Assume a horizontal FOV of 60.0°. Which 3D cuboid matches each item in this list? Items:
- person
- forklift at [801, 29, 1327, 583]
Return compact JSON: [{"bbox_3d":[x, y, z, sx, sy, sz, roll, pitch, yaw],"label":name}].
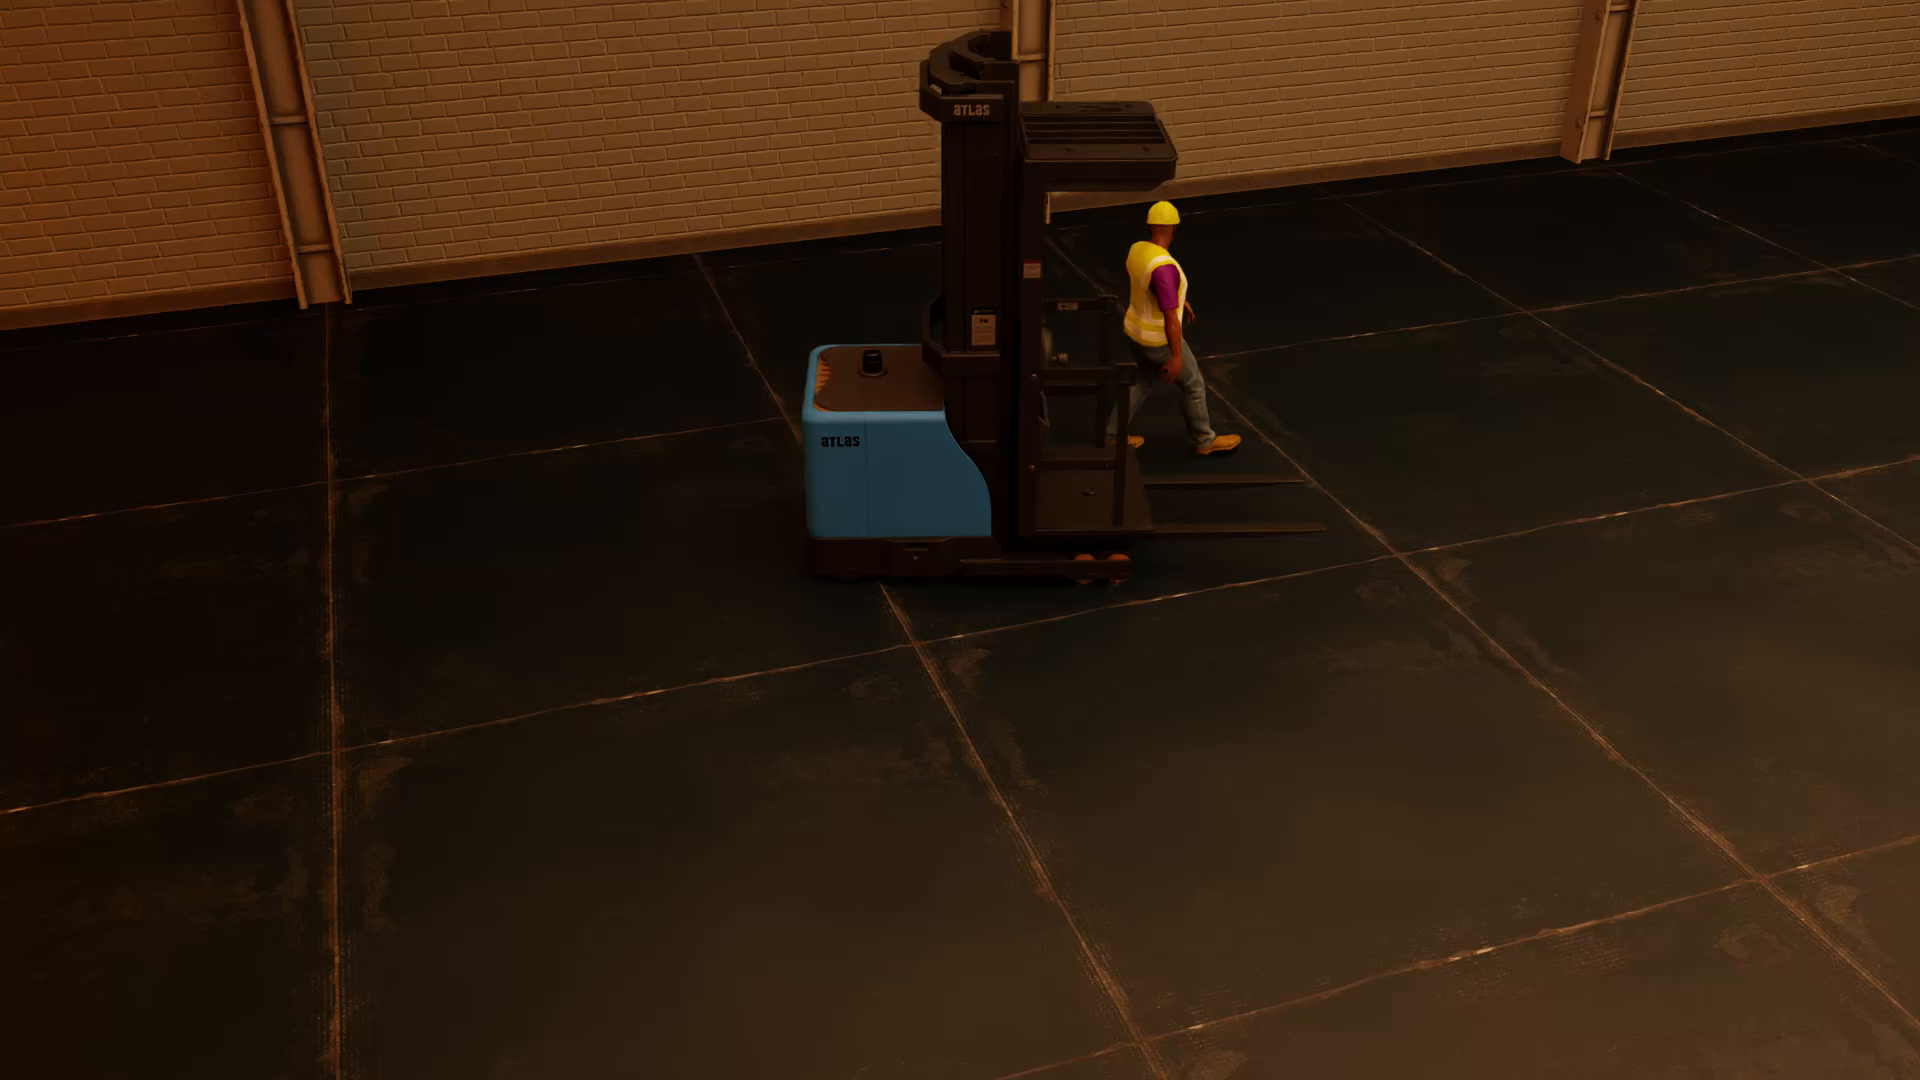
[{"bbox_3d":[1.382,-1.332,10.657,0.865,1.702,0.771,-11,32,-19],"label":"person"},{"bbox_3d":[0.616,-1.286,9.321,3.031,2.935,1.130,-1,30,-1],"label":"forklift"}]
